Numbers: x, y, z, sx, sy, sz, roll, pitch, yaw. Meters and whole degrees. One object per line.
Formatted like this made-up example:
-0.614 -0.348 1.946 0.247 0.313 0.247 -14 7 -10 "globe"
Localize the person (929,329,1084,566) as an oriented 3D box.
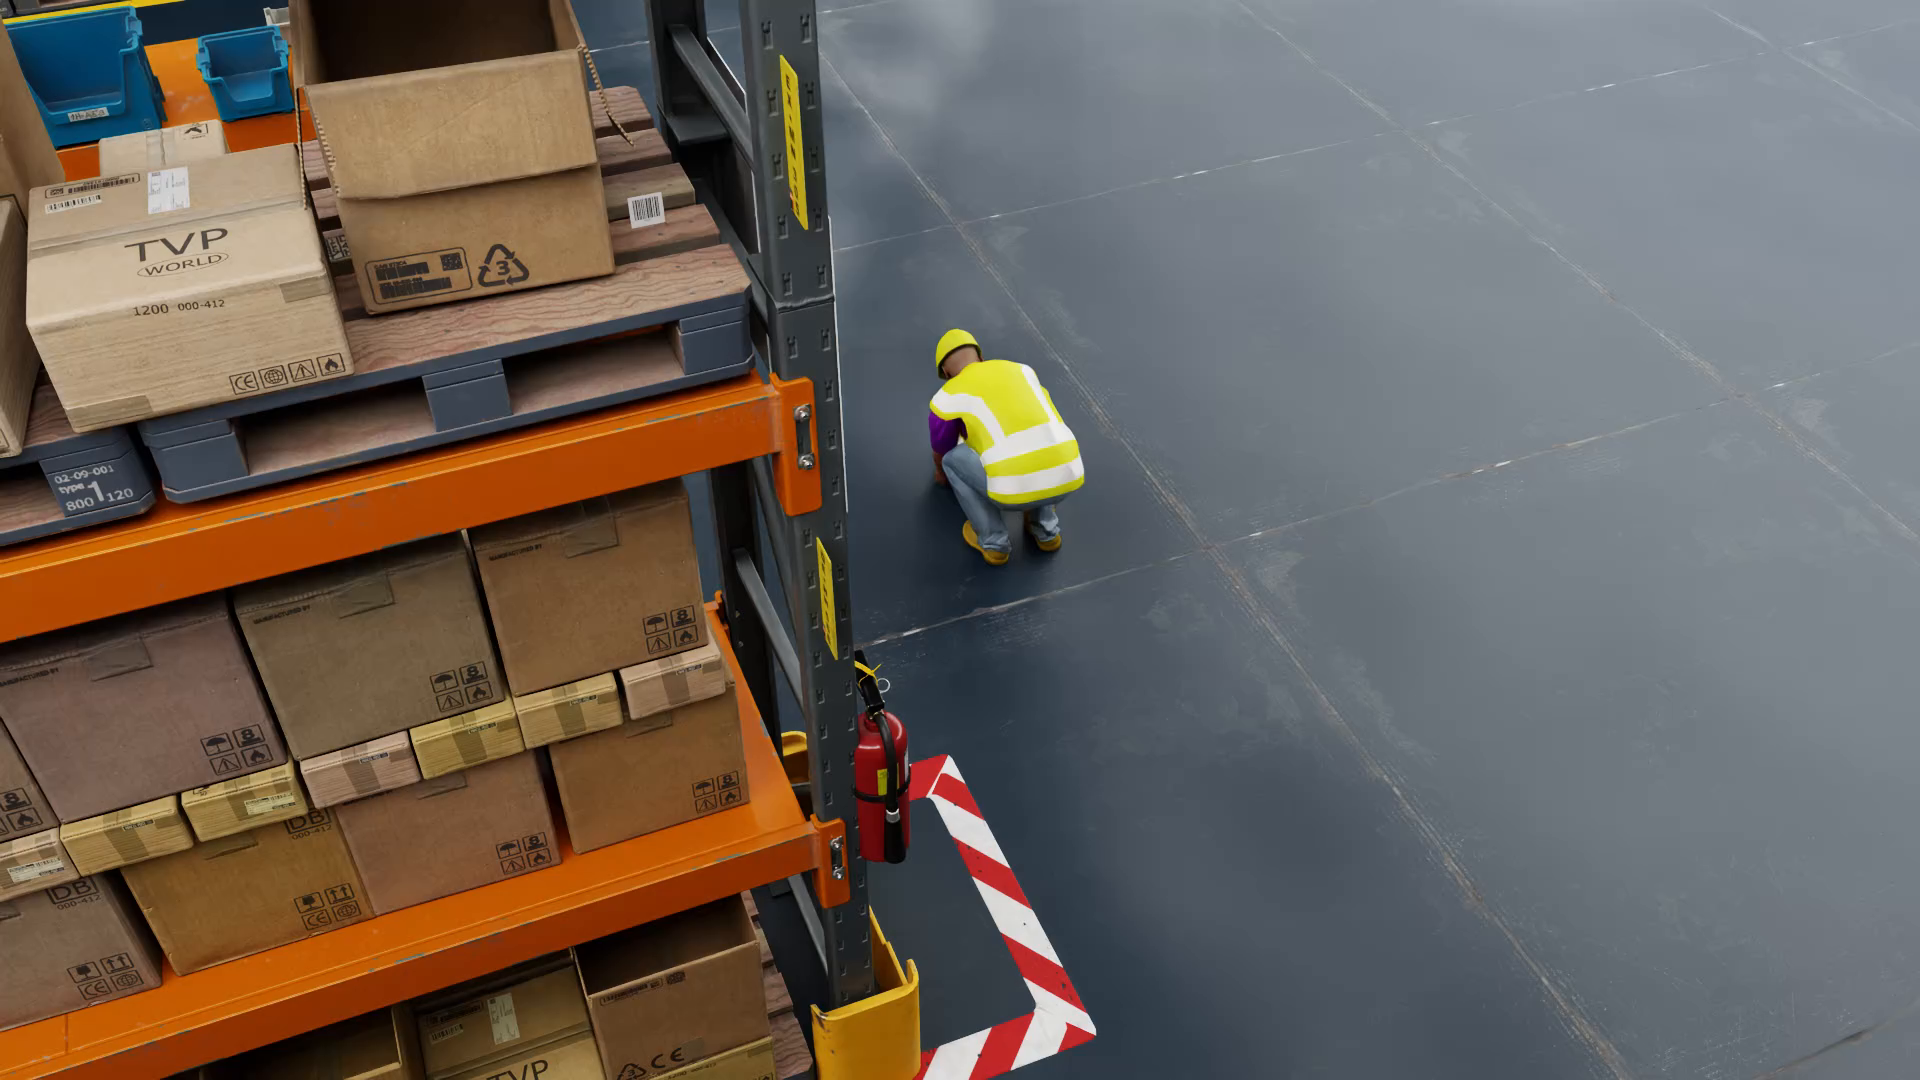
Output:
0.154 -0.383 7.339 0.529 0.827 0.955 -16 44 -18 "person"
